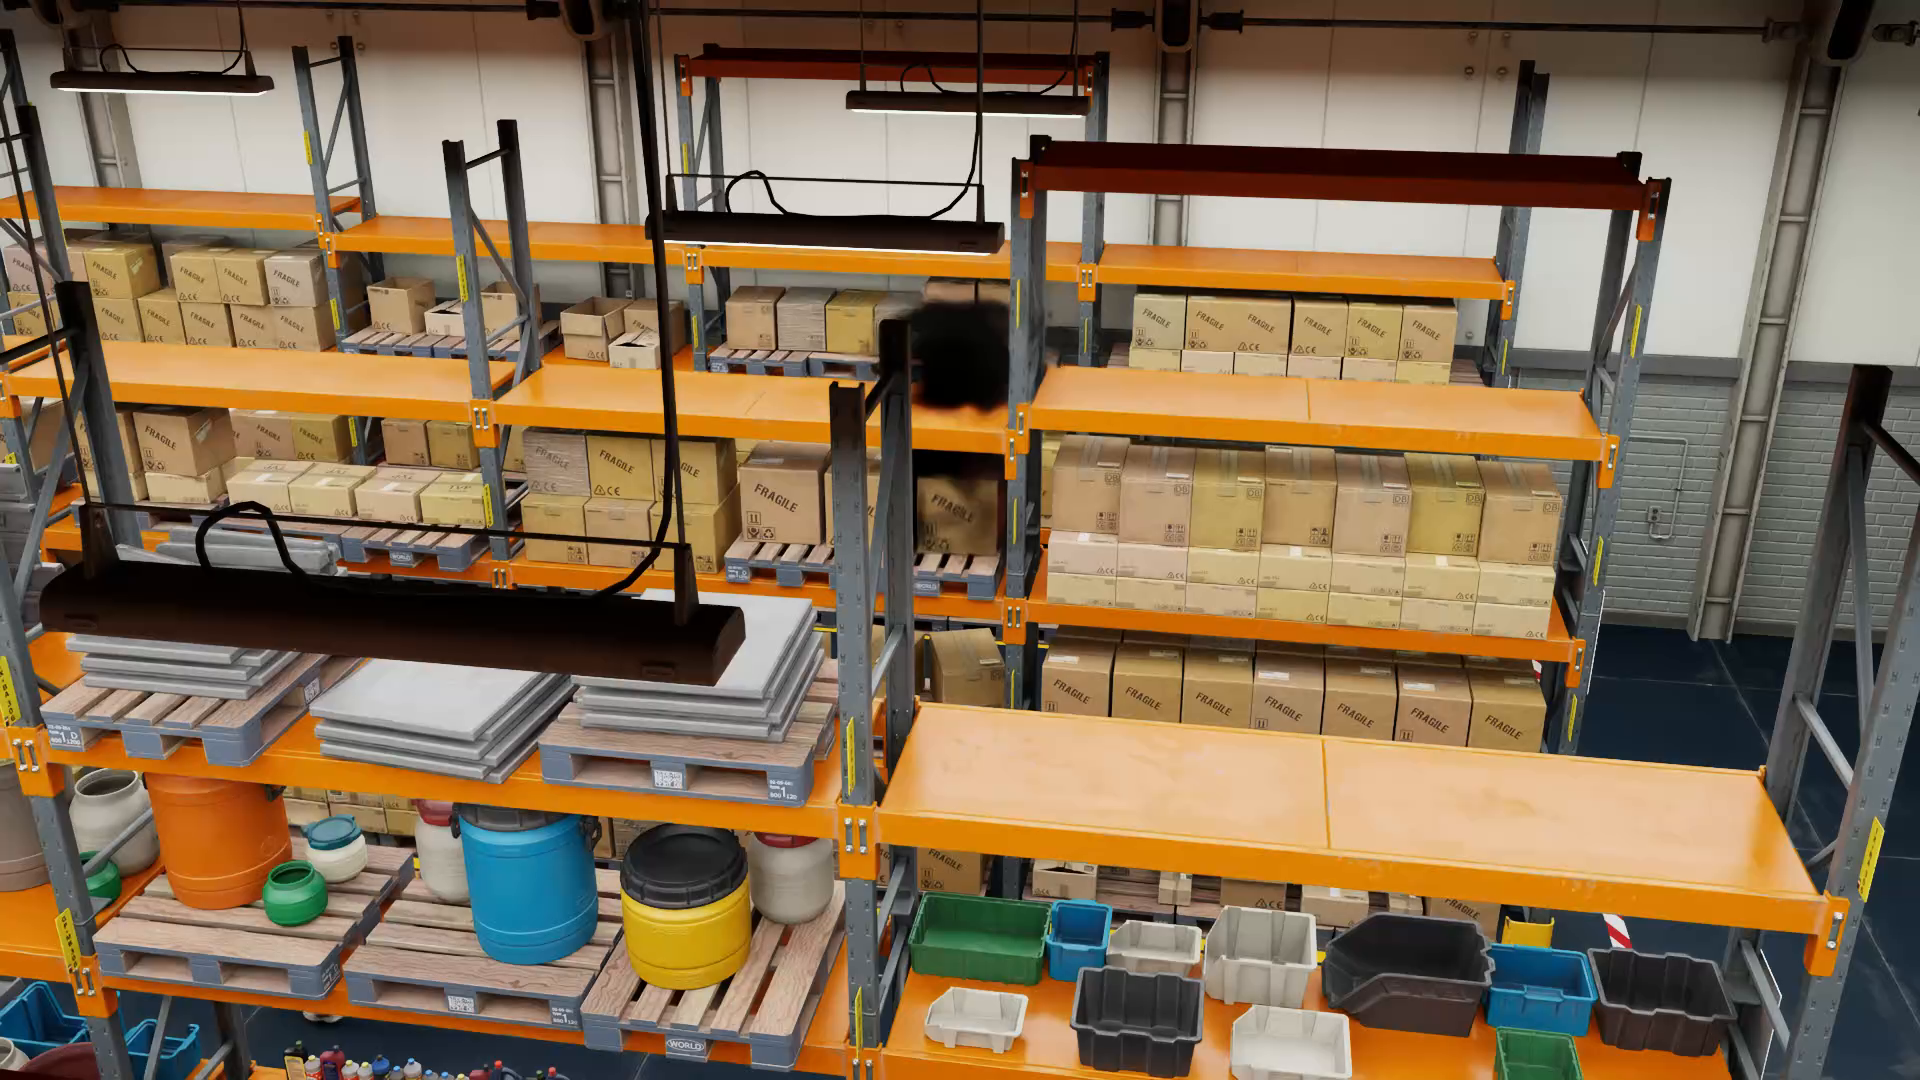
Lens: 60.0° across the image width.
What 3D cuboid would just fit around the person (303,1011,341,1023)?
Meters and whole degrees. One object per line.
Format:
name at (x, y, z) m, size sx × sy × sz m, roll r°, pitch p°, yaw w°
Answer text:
person at (-4.947, 2.819, 11.857) m, size 0.927 × 1.438 × 0.590 m, roll 9°, pitch 25°, yaw 19°
